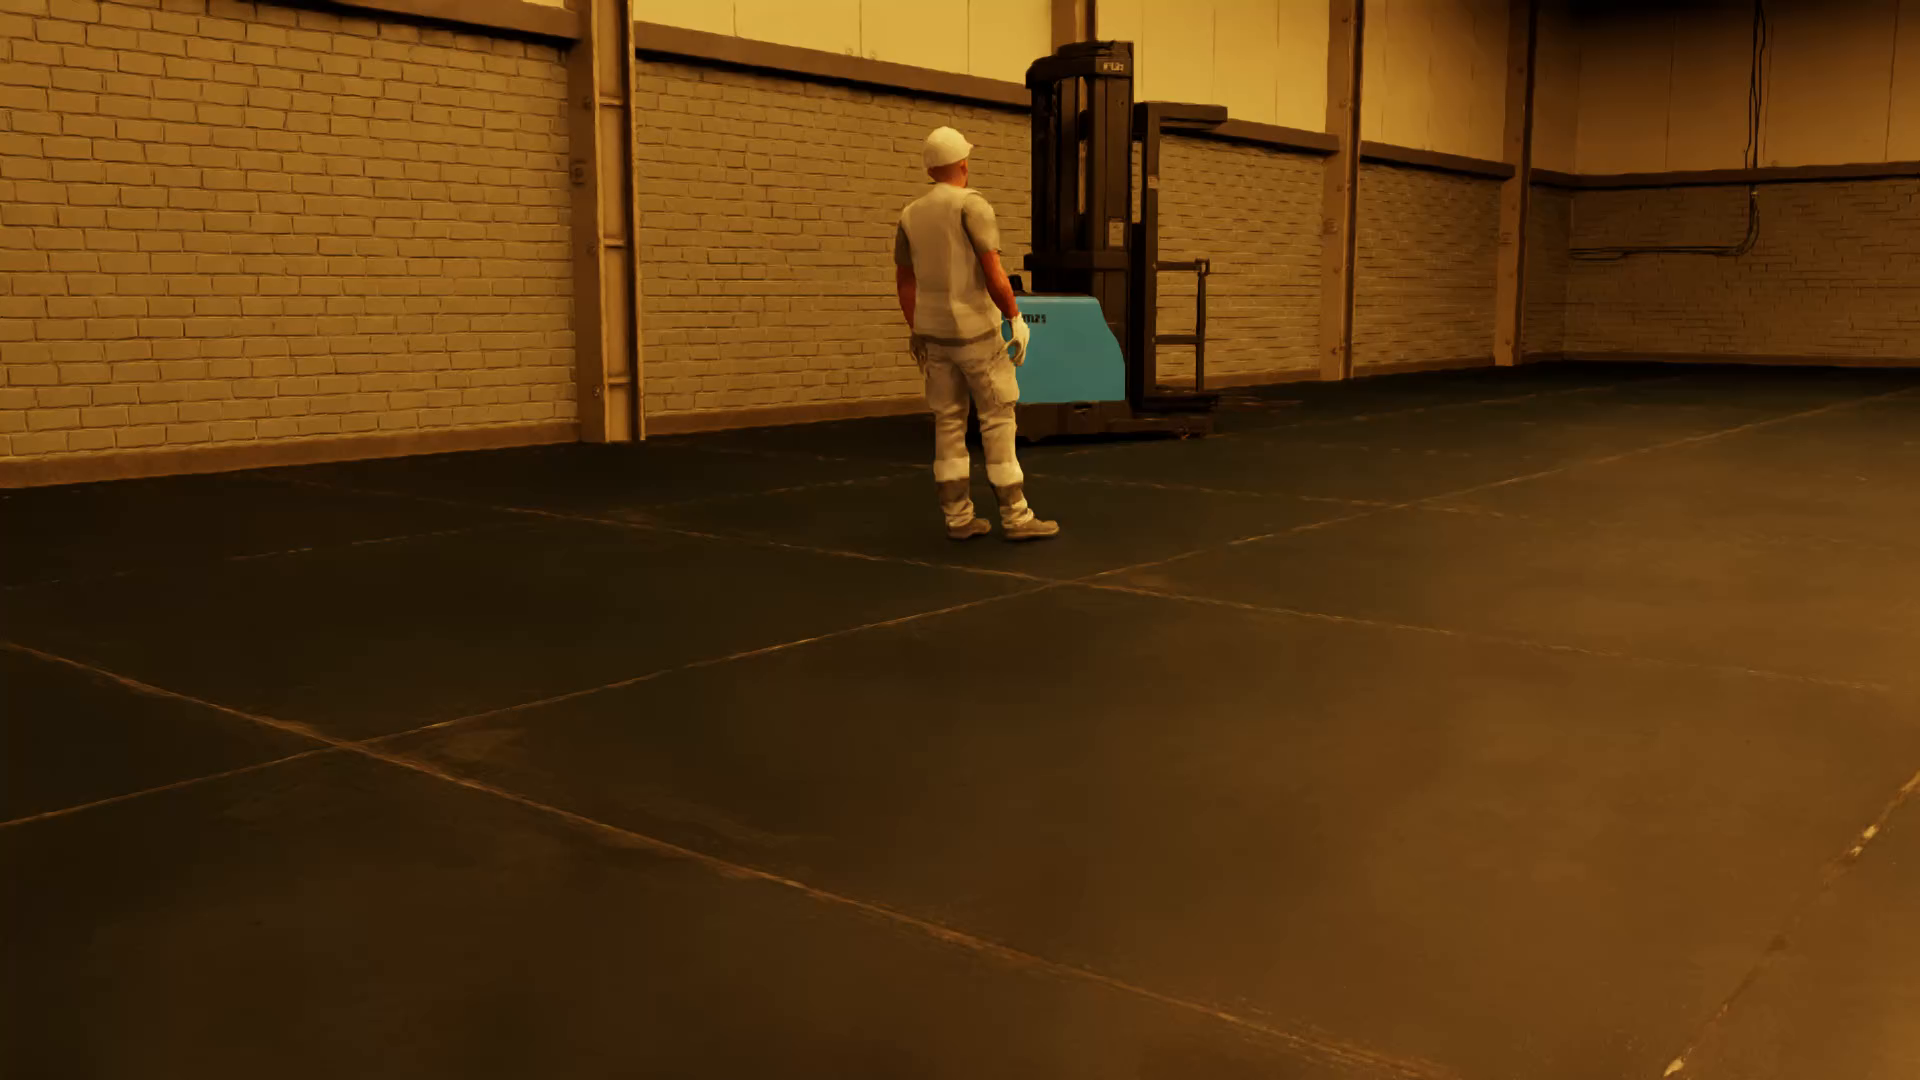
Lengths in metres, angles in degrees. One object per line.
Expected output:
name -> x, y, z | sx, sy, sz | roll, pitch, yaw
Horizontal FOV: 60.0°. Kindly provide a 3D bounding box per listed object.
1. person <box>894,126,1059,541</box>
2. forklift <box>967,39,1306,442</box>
person -> 0.059, -0.900, 7.329 | 0.637, 1.787, 0.563 | 7, 11, 38
forklift -> 1.364, -2.291, 12.934 | 3.031, 2.935, 1.130 | -5, 10, -31
